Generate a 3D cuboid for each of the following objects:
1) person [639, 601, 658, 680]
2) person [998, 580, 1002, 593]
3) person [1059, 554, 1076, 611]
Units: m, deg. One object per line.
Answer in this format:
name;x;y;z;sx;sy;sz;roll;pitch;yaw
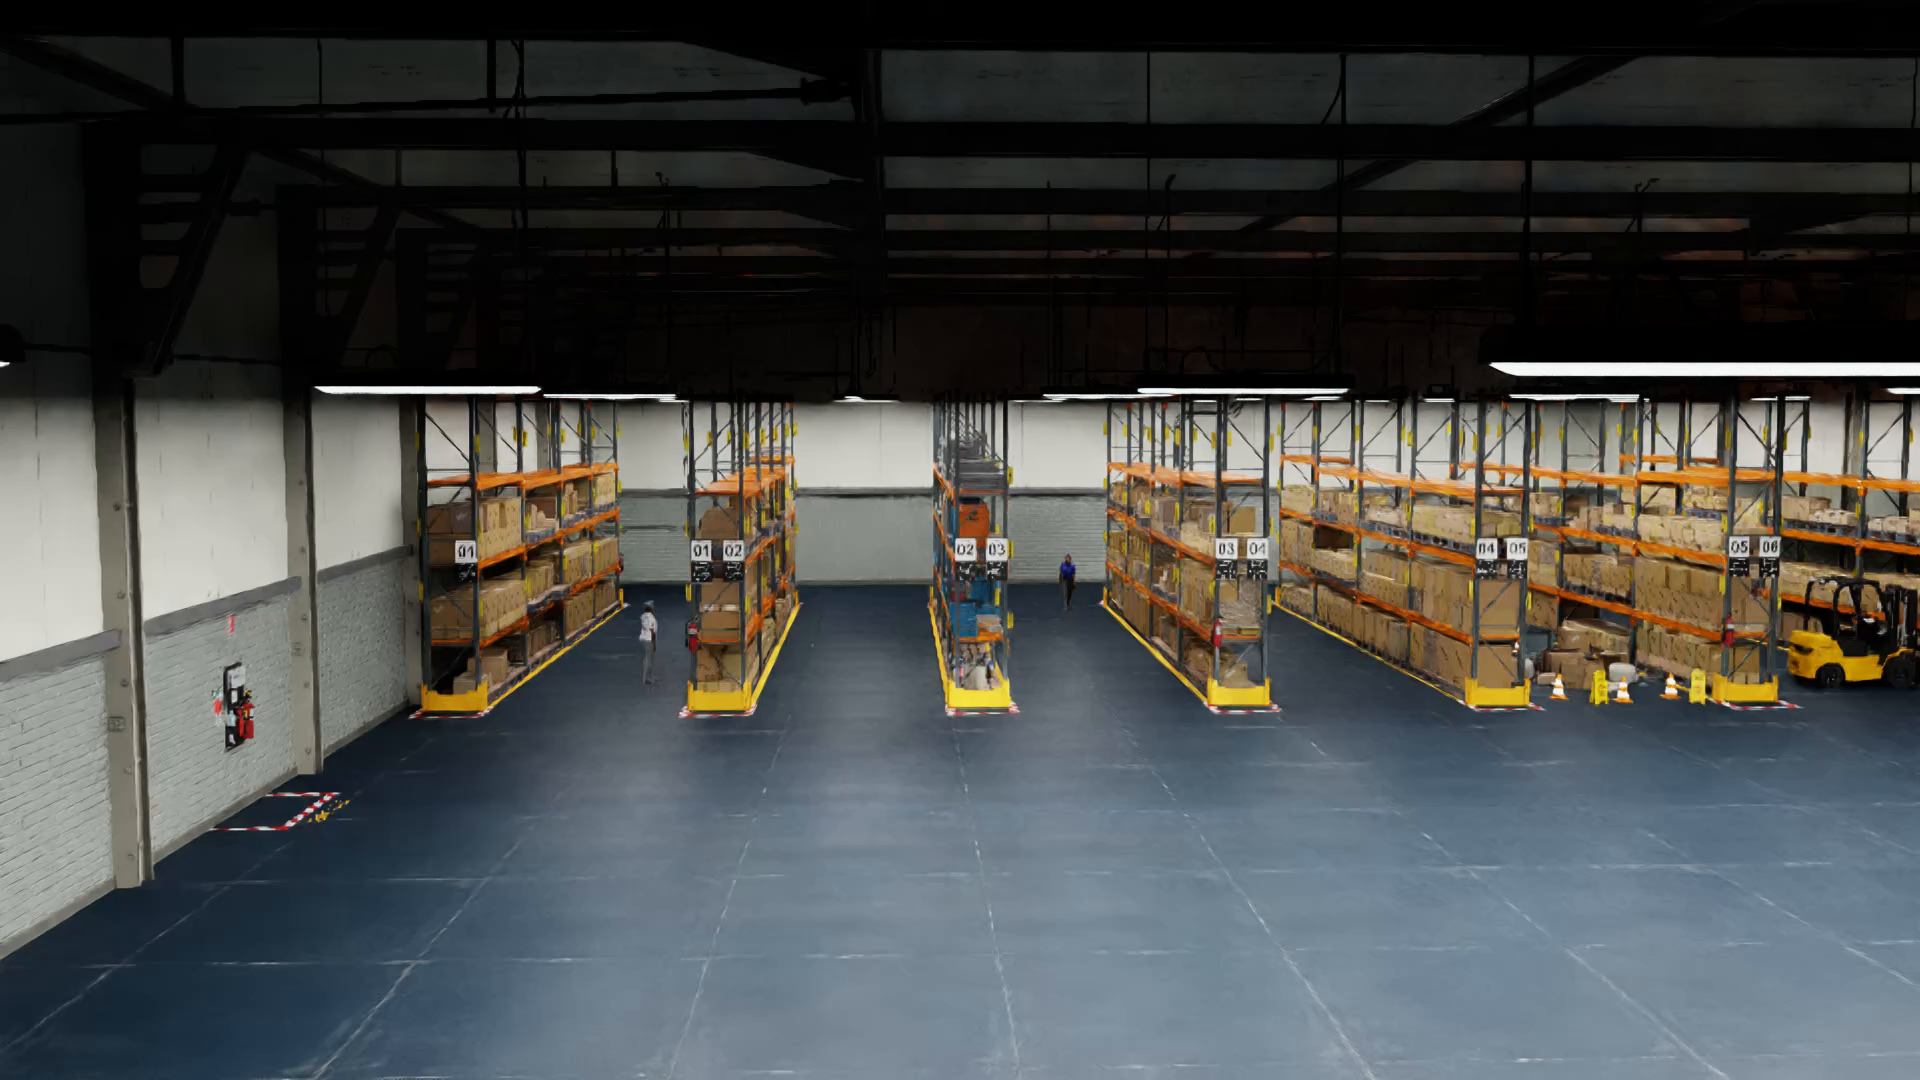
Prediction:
person;-6.398;2.050;34.187;0.349;1.597;0.502;-3;6;-34
person;1.204;0.800;50.456;0.455;1.612;1.010;0;5;-3
person;2.997;1.155;46.176;0.445;1.574;1.091;0;5;-5
